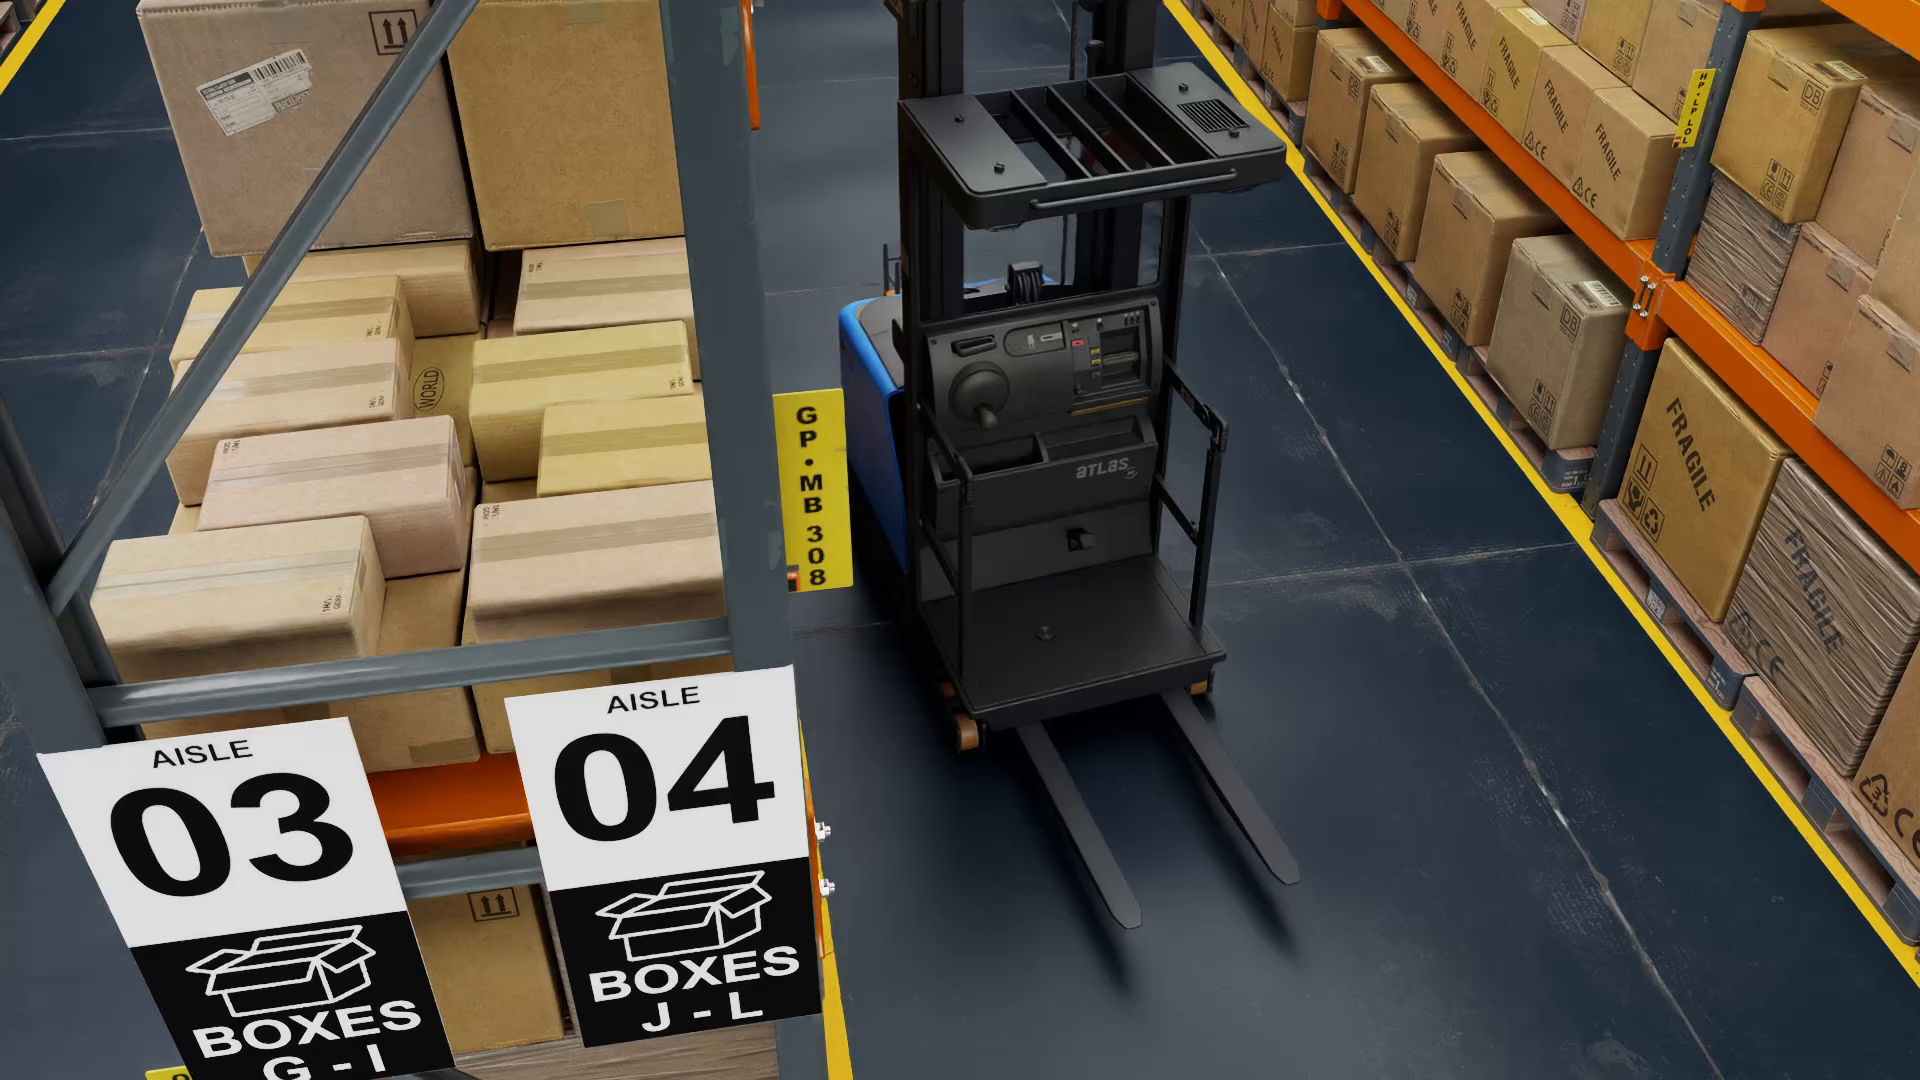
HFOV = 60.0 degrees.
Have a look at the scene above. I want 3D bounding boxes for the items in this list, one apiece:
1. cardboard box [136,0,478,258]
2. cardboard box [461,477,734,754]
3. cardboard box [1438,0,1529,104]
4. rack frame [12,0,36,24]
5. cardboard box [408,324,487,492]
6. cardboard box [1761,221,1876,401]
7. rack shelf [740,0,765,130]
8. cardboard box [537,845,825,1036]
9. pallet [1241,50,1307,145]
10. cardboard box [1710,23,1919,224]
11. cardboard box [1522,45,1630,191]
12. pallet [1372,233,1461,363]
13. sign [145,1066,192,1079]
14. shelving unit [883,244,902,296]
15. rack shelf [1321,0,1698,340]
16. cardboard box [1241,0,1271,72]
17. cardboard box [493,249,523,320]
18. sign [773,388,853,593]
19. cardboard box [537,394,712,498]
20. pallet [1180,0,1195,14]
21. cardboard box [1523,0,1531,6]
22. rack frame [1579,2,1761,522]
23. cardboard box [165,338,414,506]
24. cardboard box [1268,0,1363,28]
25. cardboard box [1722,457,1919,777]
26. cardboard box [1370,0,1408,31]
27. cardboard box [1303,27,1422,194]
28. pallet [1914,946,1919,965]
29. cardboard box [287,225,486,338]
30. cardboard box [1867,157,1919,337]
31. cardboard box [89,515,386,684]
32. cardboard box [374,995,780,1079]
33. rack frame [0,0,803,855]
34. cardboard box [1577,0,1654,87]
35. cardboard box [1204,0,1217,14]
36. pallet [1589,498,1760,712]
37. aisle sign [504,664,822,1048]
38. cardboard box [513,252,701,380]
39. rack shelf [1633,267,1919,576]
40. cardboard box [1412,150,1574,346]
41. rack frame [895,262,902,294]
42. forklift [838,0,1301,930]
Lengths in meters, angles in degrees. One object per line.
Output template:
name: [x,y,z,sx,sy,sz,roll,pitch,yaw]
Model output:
cardboard box: [-1.254,-0.920,3.313,0.500,0.500,0.500,-6,38,-8]
cardboard box: [-0.563,0.084,2.874,0.500,0.250,0.500,-5,38,-7]
cardboard box: [2.843,-2.603,8.574,0.500,0.500,0.500,-7,38,-8]
rack frame: [-7.713,-5.187,11.982,1.000,3.000,0.127,-6,38,-8]
cardboard box: [-1.158,-0.162,3.191,0.500,0.250,0.500,-6,38,-8]
cardboard box: [3.661,-0.868,6.300,0.875,0.550,0.550,-6,38,-8]
rack shelf: [-1.084,-1.764,3.274,1.077,0.370,4.000,-6,38,-8]
cardboard box: [-0.561,0.615,3.375,0.500,0.500,0.500,-6,38,-8]
pallet: [2.629,-3.147,11.629,1.003,0.211,1.213,-6,38,-8]
cardboard box: [3.497,-1.619,6.387,0.875,0.550,0.550,-6,38,-8]
cardboard box: [3.023,-1.991,7.787,0.500,0.500,0.500,-7,38,-8]
pallet: [3.040,-1.456,9.452,1.003,0.211,1.213,-6,38,-8]
sign: [-1.283,0.994,2.825,0.100,0.325,0.005,-6,38,-8]
shelving unit: [-0.205,-0.832,7.843,0.258,1.200,0.189,-12,39,-15]
rack shelf: [3.116,-2.284,8.832,1.077,0.370,4.000,-6,38,-8]
cardboard box: [2.305,-3.638,11.684,0.500,0.500,0.500,-5,38,-6]
cardboard box: [-0.743,-0.527,3.660,0.500,0.250,0.500,-6,38,-8]
sign: [-0.199,-0.060,2.225,0.100,0.325,0.005,-6,38,-8]
cardboard box: [-0.504,-0.113,2.803,0.380,0.149,0.250,-5,38,-7]
pallet: [2.202,-4.621,13.526,1.003,0.211,1.213,-6,38,-8]
cardboard box: [3.106,-3.015,8.289,0.700,0.500,0.500,-7,38,-8]
rack frame: [3.466,-1.360,7.056,1.000,3.000,0.127,-6,38,-8]
cardboard box: [-1.175,-0.212,2.930,0.380,0.149,0.250,-8,39,-10]
cardboard box: [2.387,-3.636,11.069,0.500,0.250,0.500,-7,38,-9]
cardboard box: [3.669,0.244,6.380,0.875,0.875,0.875,-6,38,-8]
cardboard box: [2.670,-3.209,9.354,0.500,0.500,0.500,-7,38,-8]
cardboard box: [2.783,-2.676,10.241,1.050,0.750,0.750,-7,38,-9]
pallet: [3.950,1.682,5.413,1.003,0.211,1.213,-6,38,-8]
cardboard box: [-1.163,-0.524,3.332,0.380,0.149,0.250,-6,38,-7]
cardboard box: [3.667,-0.959,5.537,0.875,0.550,0.550,-6,38,-8]
cardboard box: [-1.089,0.111,2.514,0.380,0.149,0.250,-6,38,-8]
cardboard box: [-0.803,1.036,3.648,0.875,0.500,0.500,-6,38,-8]
rack frame: [-0.733,-0.841,1.498,1.000,3.000,0.127,-6,38,-8]
cardboard box: [3.281,-2.404,7.503,0.700,0.500,0.500,-7,38,-9]
cardboard box: [2.132,-4.262,12.486,0.500,0.500,0.500,-6,38,-7]
pallet: [3.523,0.209,7.310,1.003,0.211,1.213,-6,38,-8]
aisle sign: [-0.427,0.507,2.534,0.394,0.787,0.004,-6,38,-8]
cardboard box: [-0.647,-0.424,3.204,0.380,0.149,0.250,-5,38,-6]
rack shelf: [3.817,0.132,5.722,1.077,0.370,4.000,-6,38,-8]
cardboard box: [3.104,-1.586,8.838,1.050,0.750,0.750,-6,38,-8]
rack frame: [-0.176,-0.779,7.774,0.240,1.200,0.006,-12,39,-15]
forklift: [0.400,-0.597,6.129,1.130,2.935,3.031,-12,39,-15]
